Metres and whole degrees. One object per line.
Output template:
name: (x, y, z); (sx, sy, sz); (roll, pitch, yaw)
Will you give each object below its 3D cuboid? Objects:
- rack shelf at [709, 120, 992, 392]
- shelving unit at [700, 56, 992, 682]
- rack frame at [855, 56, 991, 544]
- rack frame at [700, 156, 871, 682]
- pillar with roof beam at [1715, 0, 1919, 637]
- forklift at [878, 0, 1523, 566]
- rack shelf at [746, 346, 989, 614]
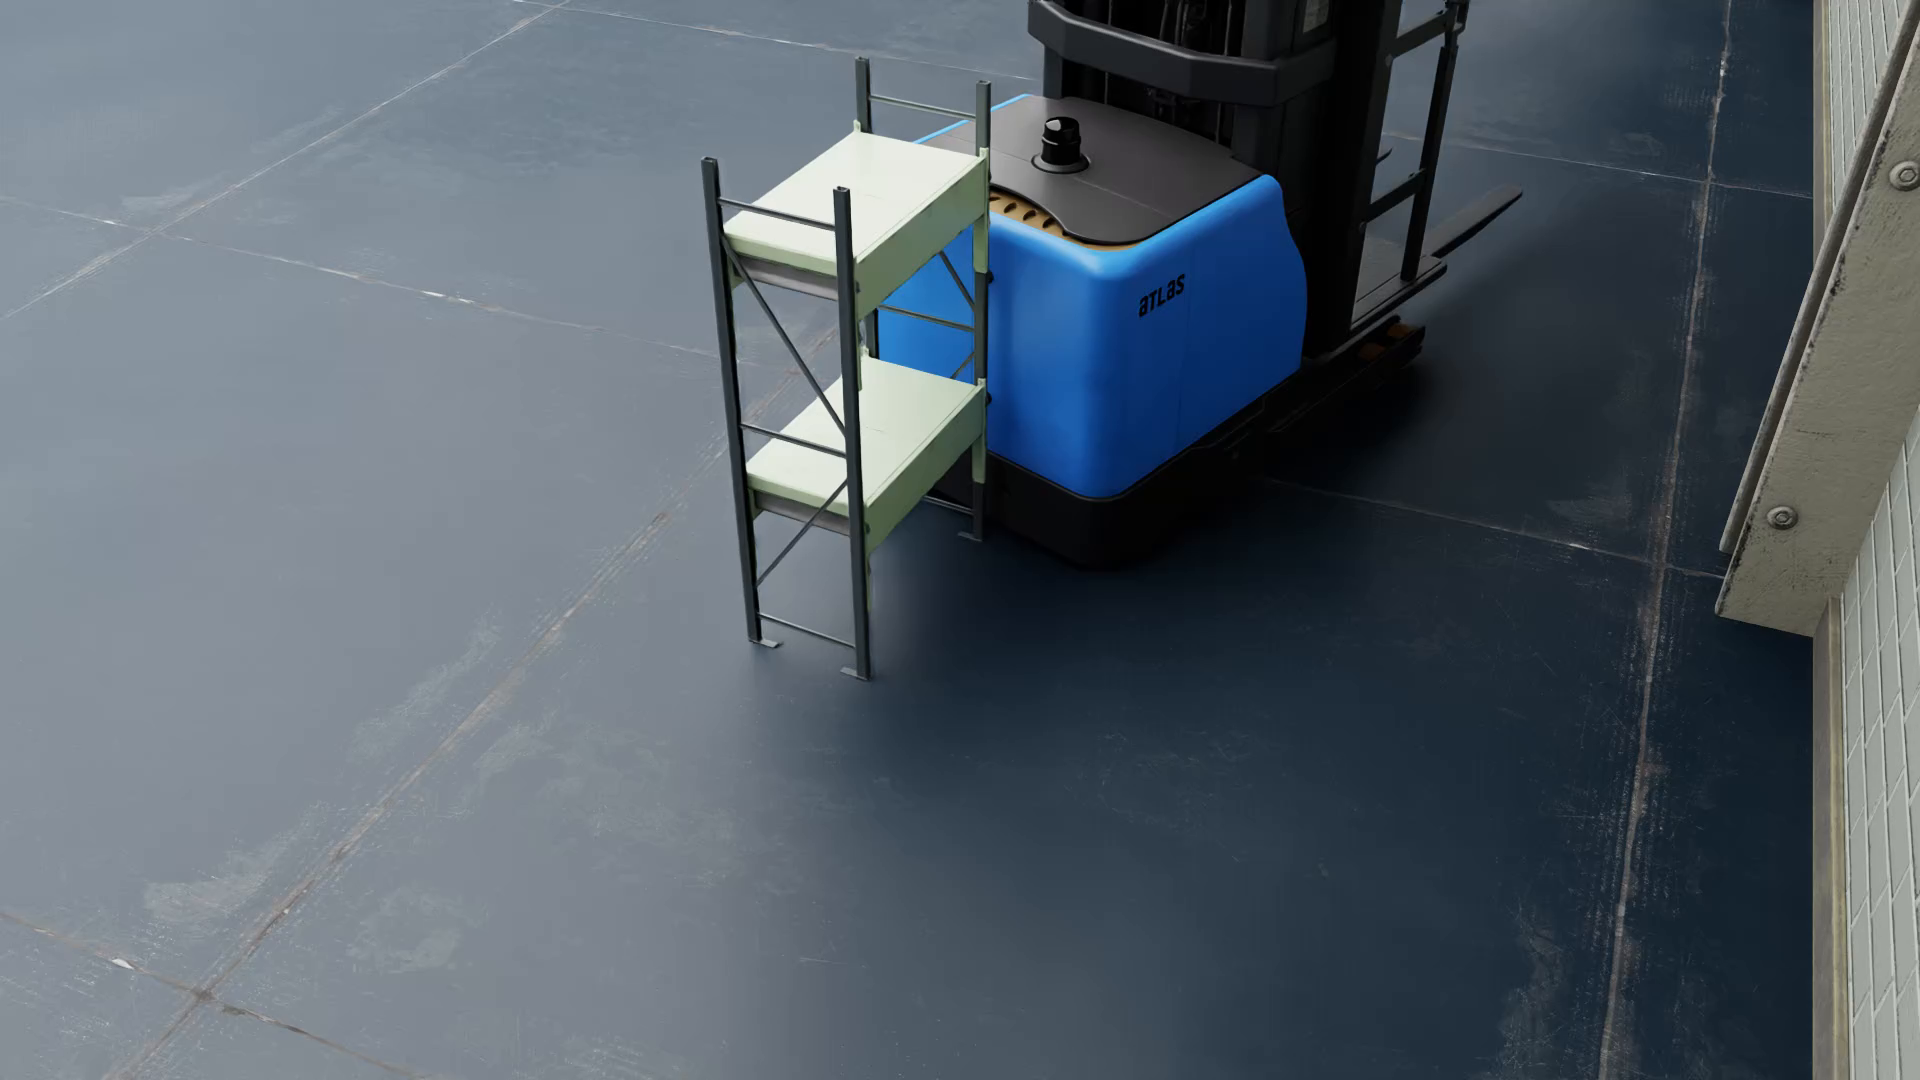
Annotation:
rack shelf: (-0.268, -0.765, 4.369); (0.431, 0.370, 0.720); (17, 40, 21)
shelving unit: (-0.268, -0.452, 4.603); (0.431, 1.500, 0.755); (17, 40, 21)
rack frame: (-0.101, -0.647, 4.863); (0.400, 1.500, 0.023); (17, 40, 21)
rack frame: (-0.435, -0.257, 4.342); (0.400, 1.500, 0.023); (17, 40, 21)
pillar with roof beam: (-1.515, -4.437, 3.670); (9.100, 9.000, 0.400); (14, 39, 18)
forklift: (1.044, -1.895, 5.337); (1.130, 2.935, 3.031); (28, 45, 32)
rack shelf: (-0.268, -0.191, 4.798); (0.431, 0.370, 0.720); (17, 40, 21)
